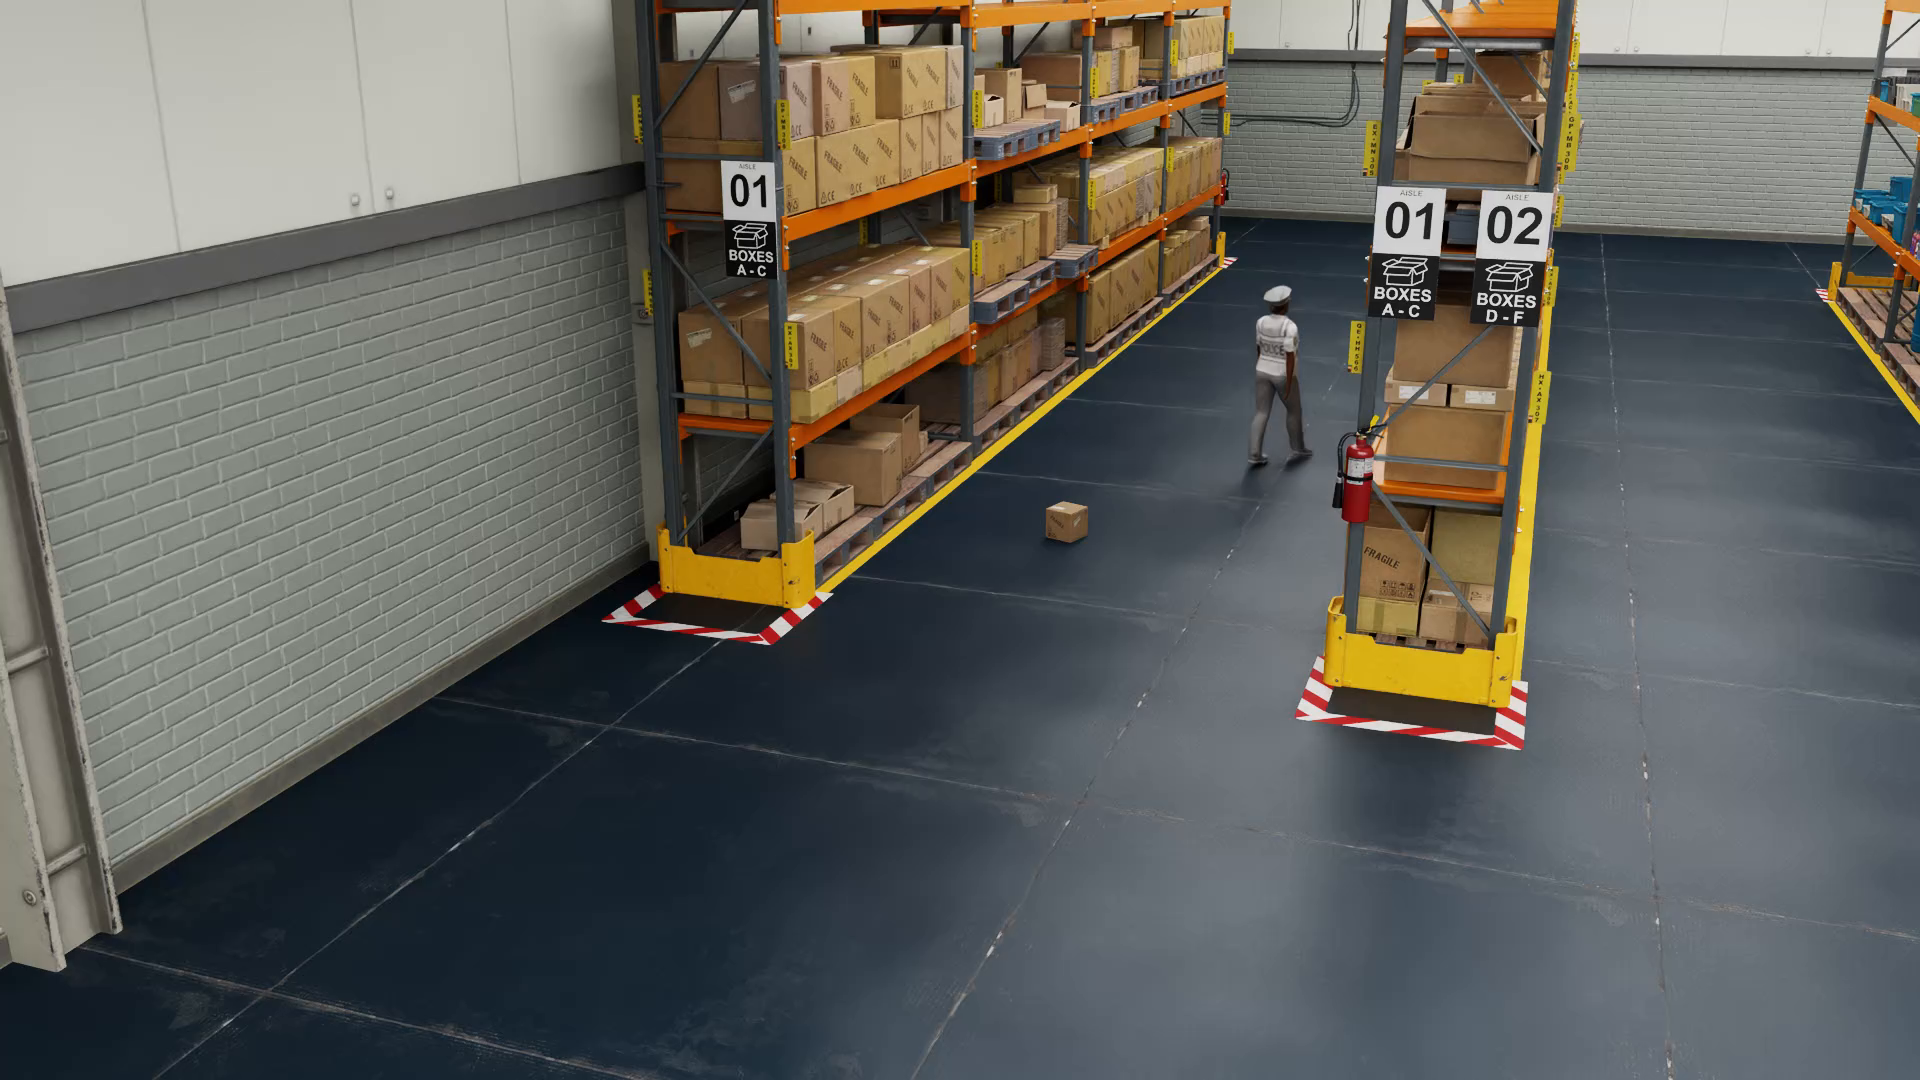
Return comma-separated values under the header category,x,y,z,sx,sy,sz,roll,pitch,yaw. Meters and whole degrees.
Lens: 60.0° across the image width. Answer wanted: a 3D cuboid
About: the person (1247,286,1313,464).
category,x,y,z,sx,sy,sz,roll,pitch,yaw
person,3.012,-1.570,15.593,0.454,1.668,0.811,14,23,35
